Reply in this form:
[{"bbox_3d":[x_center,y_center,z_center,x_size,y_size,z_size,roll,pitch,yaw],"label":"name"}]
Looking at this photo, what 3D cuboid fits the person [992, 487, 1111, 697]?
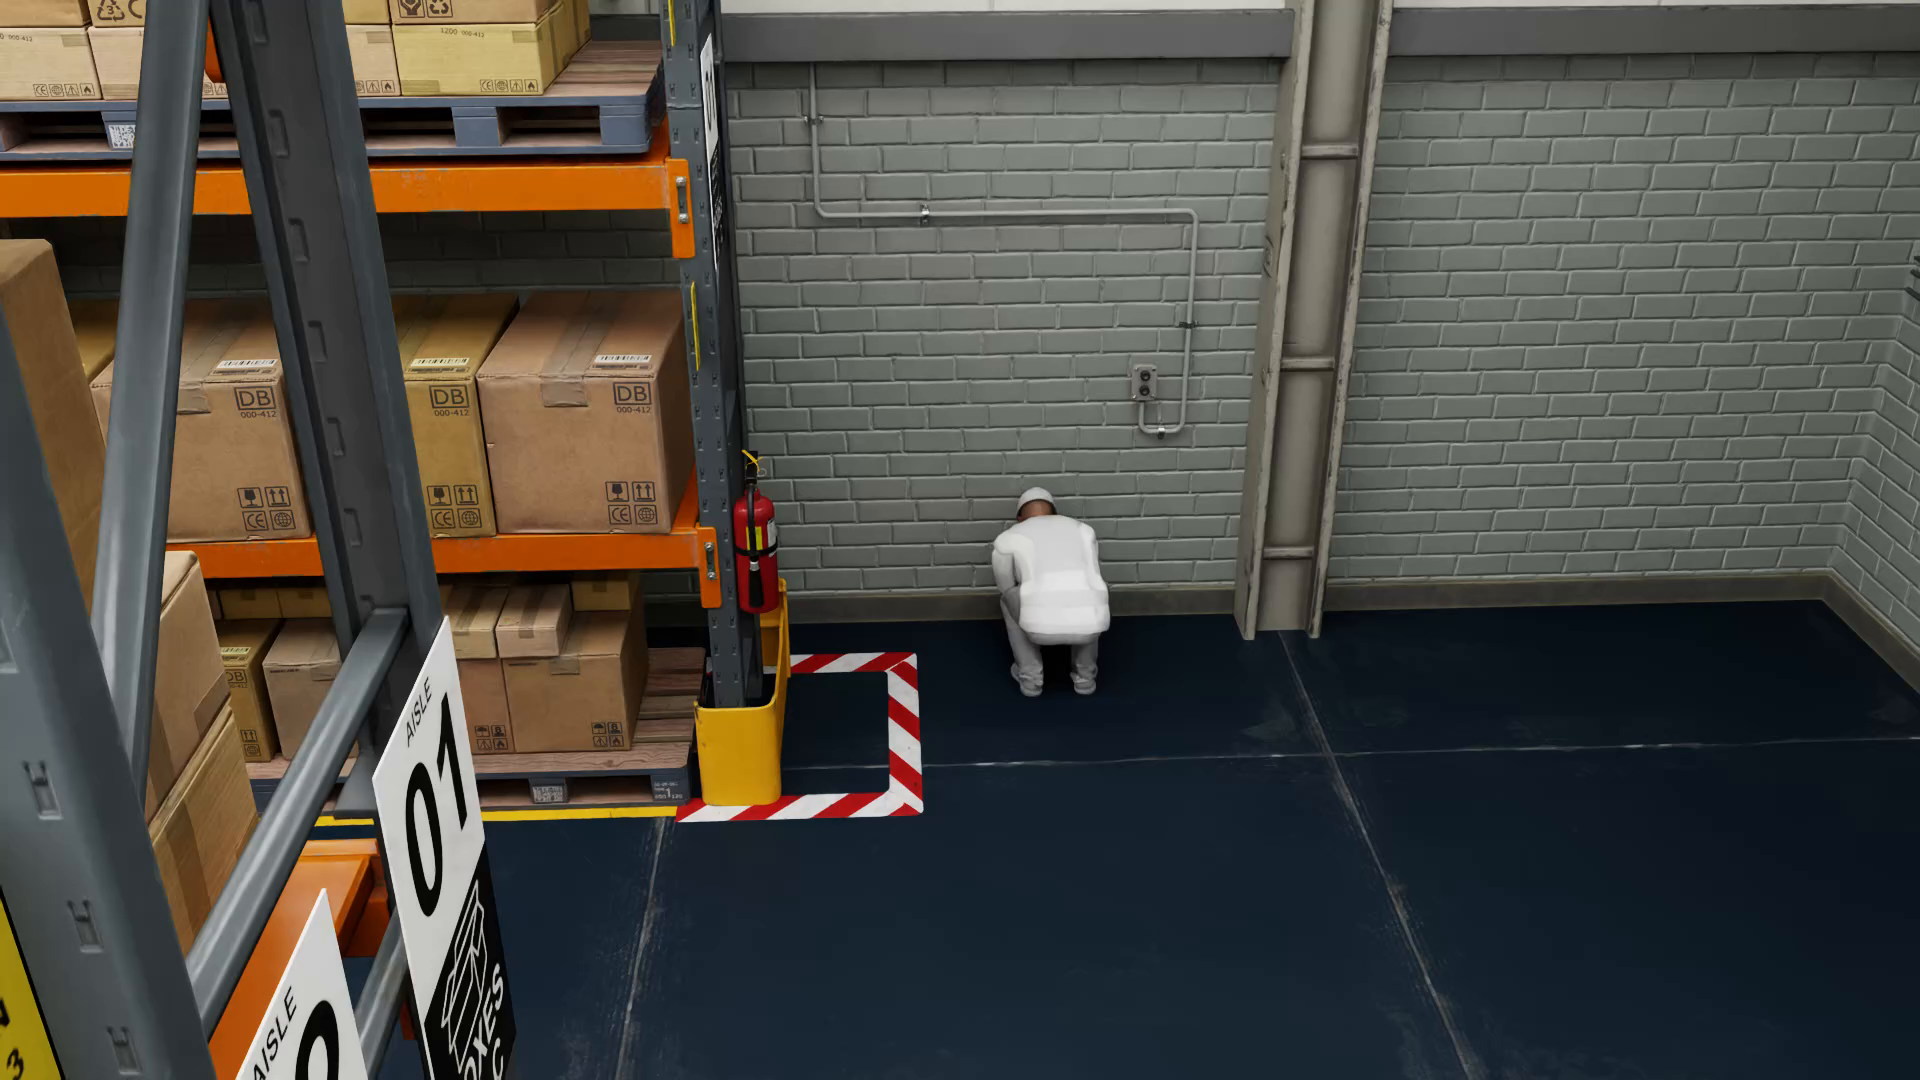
[{"bbox_3d":[0.436,0.293,8.152,0.536,0.861,0.944,-2,27,-4],"label":"person"}]
